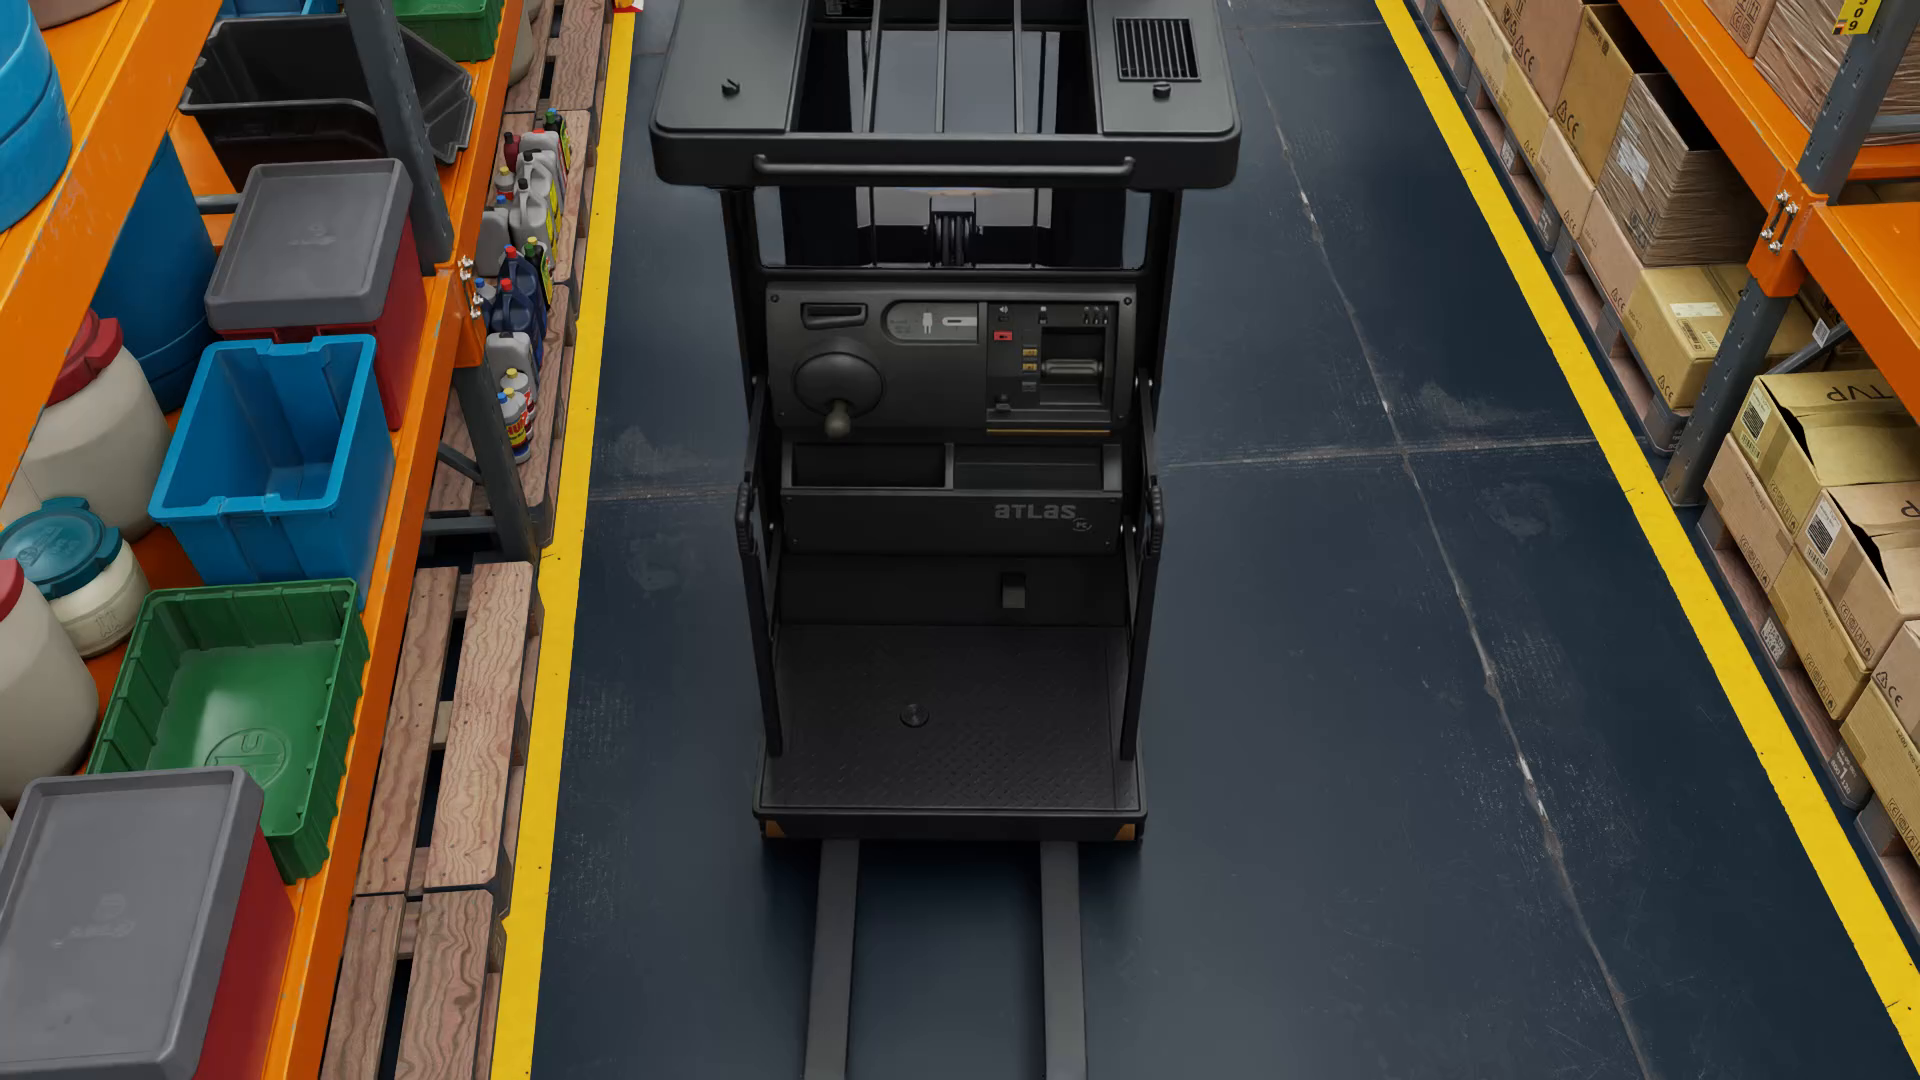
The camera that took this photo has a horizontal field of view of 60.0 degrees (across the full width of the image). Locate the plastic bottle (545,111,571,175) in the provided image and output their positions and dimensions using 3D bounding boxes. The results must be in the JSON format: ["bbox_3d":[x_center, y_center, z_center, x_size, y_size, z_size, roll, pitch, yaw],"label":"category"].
[{"bbox_3d":[-1.652,-1.643,6.808,0.061,0.283,0.133,-2,47,-2],"label":"plastic bottle"}]

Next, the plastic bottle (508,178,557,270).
[{"bbox_3d":[-1.641,-1.211,6.352,0.144,0.351,0.185,-4,47,-4],"label":"plastic bottle"}]

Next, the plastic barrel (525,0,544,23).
[{"bbox_3d":[-2.139,-2.629,7.598,0.421,0.512,0.421,0,47,0],"label":"plastic barrel"}]

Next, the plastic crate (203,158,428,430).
[{"bbox_3d":[-1.590,-0.608,4.215,0.402,0.464,0.583,-3,47,-3],"label":"plastic crate"}]

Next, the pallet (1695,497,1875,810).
[{"bbox_3d":[3.101,0.274,5.345,1.003,0.211,1.213,-3,47,-3],"label":"pallet"}]

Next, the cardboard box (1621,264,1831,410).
[{"bbox_3d":[2.744,-0.737,5.986,0.500,0.250,0.500,-3,47,-3],"label":"cardboard box"}]

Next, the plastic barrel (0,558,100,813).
[{"bbox_3d":[-2.012,0.272,3.333,0.433,0.535,0.433,0,47,0],"label":"plastic barrel"}]

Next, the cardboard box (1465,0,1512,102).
[{"bbox_3d":[2.576,-2.184,7.357,0.500,0.250,0.500,-3,47,-3],"label":"cardboard box"}]

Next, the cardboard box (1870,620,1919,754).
[{"bbox_3d":[2.868,0.444,4.482,0.500,0.311,0.500,-5,47,-5],"label":"cardboard box"}]

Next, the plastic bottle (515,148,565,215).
[{"bbox_3d":[-1.674,-1.439,6.620,0.152,0.276,0.135,-5,47,-4],"label":"plastic bottle"}]

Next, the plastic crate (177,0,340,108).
[{"bbox_3d":[-2.299,-1.650,5.350,0.499,0.251,0.616,-3,47,-3],"label":"plastic crate"}]

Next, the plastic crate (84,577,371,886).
[{"bbox_3d":[-1.508,0.398,3.453,0.450,0.188,0.662,-3,47,-3],"label":"plastic crate"}]

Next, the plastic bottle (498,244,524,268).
[{"bbox_3d":[-1.655,-0.980,6.189,0.097,0.271,0.097,0,47,0],"label":"plastic bottle"}]

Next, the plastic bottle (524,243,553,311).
[{"bbox_3d":[-1.578,-1.002,6.201,0.061,0.283,0.133,-2,47,-2],"label":"plastic bottle"}]

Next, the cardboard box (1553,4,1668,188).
[{"bbox_3d":[2.668,-1.719,6.400,0.500,0.500,0.500,-3,47,-3],"label":"cardboard box"}]

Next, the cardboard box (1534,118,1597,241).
[{"bbox_3d":[2.656,-1.460,6.671,0.500,0.250,0.500,-3,47,-3],"label":"cardboard box"}]

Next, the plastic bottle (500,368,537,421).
[{"bbox_3d":[-1.542,-0.511,5.792,0.097,0.201,0.097,0,47,0],"label":"plastic bottle"}]

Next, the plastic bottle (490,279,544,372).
[{"bbox_3d":[-1.589,-0.767,5.932,0.144,0.351,0.185,-2,47,-2],"label":"plastic bottle"}]

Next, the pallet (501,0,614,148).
[{"bbox_3d":[-2.154,-2.212,7.700,1.003,0.211,1.213,-3,47,-3],"label":"pallet"}]

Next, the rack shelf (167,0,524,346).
[{"bbox_3d":[-2.103,-2.117,6.184,1.077,0.370,4.000,-3,47,-3],"label":"rack shelf"}]

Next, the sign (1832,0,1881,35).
[{"bbox_3d":[2.448,-1.506,4.459,0.100,0.325,0.005,-3,47,-3],"label":"sign"}]

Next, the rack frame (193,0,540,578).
[{"bbox_3d":[-1.935,-0.917,4.553,1.000,3.000,0.127,-3,47,-3],"label":"rack frame"}]

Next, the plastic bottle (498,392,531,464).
[{"bbox_3d":[-1.525,-0.388,5.627,0.097,0.271,0.097,0,47,0],"label":"plastic bottle"}]

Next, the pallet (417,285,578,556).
[{"bbox_3d":[-1.950,-0.447,6.028,1.003,0.211,1.213,-3,47,-3],"label":"pallet"}]

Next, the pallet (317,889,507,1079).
[{"bbox_3d":[-1.726,1.492,4.191,1.003,0.211,1.213,-3,47,-3],"label":"pallet"}]

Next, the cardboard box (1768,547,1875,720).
[{"bbox_3d":[2.829,0.262,5.040,0.500,0.250,0.500,-2,47,-2],"label":"cardboard box"}]

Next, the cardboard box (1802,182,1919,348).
[{"bbox_3d":[3.274,-1.027,5.745,0.500,0.500,0.500,-3,47,-3],"label":"cardboard box"}]

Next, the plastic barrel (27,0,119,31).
[{"bbox_3d":[-1.622,-1.293,2.498,0.600,0.901,0.600,0,47,0],"label":"plastic barrel"}]

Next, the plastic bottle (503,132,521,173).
[{"bbox_3d":[-1.792,-1.536,6.706,0.061,0.283,0.133,-3,47,-3],"label":"plastic bottle"}]

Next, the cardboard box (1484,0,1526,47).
[{"bbox_3d":[2.588,-2.442,7.085,0.500,0.500,0.500,-3,47,-3],"label":"cardboard box"}]

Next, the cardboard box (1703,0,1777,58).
[{"bbox_3d":[2.907,-1.952,5.464,0.700,0.500,0.500,-4,47,-4],"label":"cardboard box"}]

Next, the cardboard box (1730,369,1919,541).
[{"bbox_3d":[2.787,-0.293,5.180,0.500,0.311,0.500,-3,47,-3],"label":"cardboard box"}]

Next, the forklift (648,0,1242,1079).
[{"bbox_3d":[-0.023,-0.357,4.069,1.130,2.935,3.031,0,47,0],"label":"forklift"}]

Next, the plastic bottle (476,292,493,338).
[{"bbox_3d":[-1.733,-0.758,5.924,0.144,0.351,0.185,-3,47,-3],"label":"plastic bottle"}]

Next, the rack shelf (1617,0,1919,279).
[{"bbox_3d":[2.833,-2.415,6.467,1.077,0.370,4.000,-3,47,-3],"label":"rack shelf"}]

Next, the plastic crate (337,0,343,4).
[{"bbox_3d":[-2.324,-1.986,5.747,0.530,0.136,0.437,-3,47,-3],"label":"plastic crate"}]

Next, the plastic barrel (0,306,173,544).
[{"bbox_3d":[-2.074,-0.258,3.835,0.433,0.535,0.433,0,47,0],"label":"plastic barrel"}]

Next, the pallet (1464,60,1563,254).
[{"bbox_3d":[2.871,-1.720,7.233,1.003,0.211,1.213,-3,47,-3],"label":"pallet"}]

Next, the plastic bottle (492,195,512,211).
[{"bbox_3d":[-1.773,-1.255,6.497,0.097,0.201,0.097,0,47,0],"label":"plastic bottle"}]
